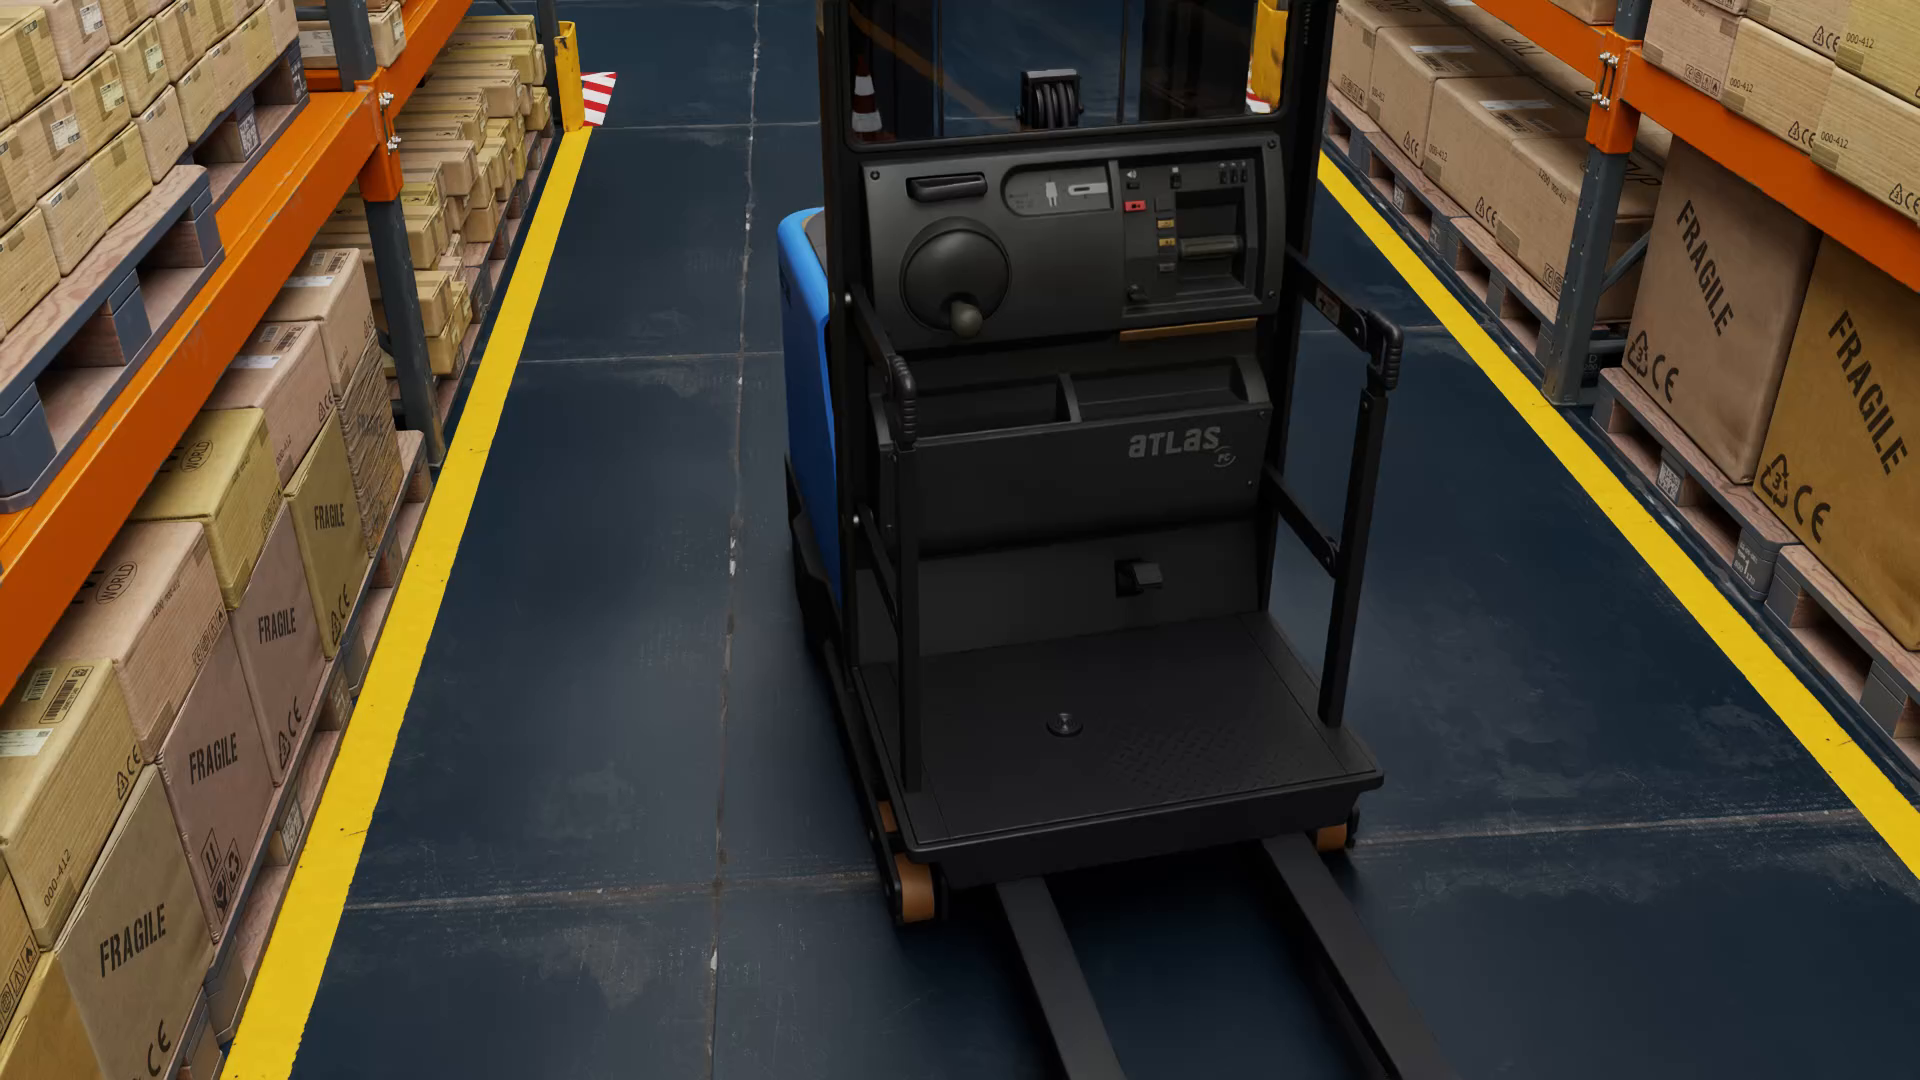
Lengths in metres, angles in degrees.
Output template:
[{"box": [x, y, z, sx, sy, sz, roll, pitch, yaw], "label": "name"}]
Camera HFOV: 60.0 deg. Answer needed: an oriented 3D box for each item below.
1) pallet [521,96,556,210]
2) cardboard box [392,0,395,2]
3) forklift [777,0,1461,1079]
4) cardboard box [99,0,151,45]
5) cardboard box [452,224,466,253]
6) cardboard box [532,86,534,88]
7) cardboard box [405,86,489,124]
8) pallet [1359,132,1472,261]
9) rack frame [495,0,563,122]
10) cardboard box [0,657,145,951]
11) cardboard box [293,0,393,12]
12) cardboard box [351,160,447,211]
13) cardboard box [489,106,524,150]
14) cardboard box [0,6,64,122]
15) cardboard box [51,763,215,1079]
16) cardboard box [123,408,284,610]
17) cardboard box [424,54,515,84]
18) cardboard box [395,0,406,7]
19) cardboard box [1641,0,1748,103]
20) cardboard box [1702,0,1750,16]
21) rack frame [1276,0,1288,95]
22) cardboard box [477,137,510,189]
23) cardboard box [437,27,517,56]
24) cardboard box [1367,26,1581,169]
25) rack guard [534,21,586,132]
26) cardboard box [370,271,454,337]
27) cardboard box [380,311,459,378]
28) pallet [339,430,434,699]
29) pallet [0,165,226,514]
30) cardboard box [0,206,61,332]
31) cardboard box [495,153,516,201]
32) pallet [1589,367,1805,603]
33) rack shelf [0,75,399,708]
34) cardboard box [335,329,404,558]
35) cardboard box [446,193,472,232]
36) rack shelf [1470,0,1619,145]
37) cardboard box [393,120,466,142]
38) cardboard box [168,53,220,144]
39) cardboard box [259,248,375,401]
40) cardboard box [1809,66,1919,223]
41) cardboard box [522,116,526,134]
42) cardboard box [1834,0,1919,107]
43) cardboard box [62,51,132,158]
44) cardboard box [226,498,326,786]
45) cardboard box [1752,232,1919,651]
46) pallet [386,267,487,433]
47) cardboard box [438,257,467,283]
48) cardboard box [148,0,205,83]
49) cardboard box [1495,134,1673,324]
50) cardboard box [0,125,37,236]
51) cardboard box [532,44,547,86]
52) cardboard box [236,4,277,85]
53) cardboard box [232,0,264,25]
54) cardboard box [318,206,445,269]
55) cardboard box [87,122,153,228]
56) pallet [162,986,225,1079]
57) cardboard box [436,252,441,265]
[{"box": [-2.594, -1.923, 8.264, 1.003, 0.211, 1.213, -3, 31, -5], "label": "pallet"}, {"box": [-2.067, -1.714, 5.439, 0.380, 0.149, 0.250, -2, 31, -3], "label": "cardboard box"}, {"box": [0.310, -0.603, 3.402, 1.130, 2.935, 3.031, -7, 32, -12], "label": "forklift"}, {"box": [-1.944, -1.137, 3.483, 0.380, 0.149, 0.250, -4, 31, -6], "label": "cardboard box"}, {"box": [-2.215, -1.214, 6.728, 0.380, 0.149, 0.250, -4, 31, -7], "label": "cardboard box"}, {"box": [-2.385, -2.273, 8.501, 0.380, 0.149, 0.250, -2, 31, -4], "label": "cardboard box"}, {"box": [-2.267, -1.862, 7.233, 0.380, 0.149, 0.250, -4, 31, -6], "label": "cardboard box"}, {"box": [2.541, -1.641, 7.792, 1.003, 0.211, 1.213, -3, 31, -5], "label": "pallet"}, {"box": [-2.642, -3.575, 8.311, 1.000, 3.000, 0.127, -3, 31, -5], "label": "rack frame"}, {"box": [-1.765, 0.457, 2.856, 0.500, 0.250, 0.500, -3, 31, -5], "label": "cardboard box"}, {"box": [-2.063, -1.969, 5.233, 0.500, 0.500, 0.500, -3, 31, -5], "label": "cardboard box"}, {"box": [-2.180, -1.333, 6.347, 0.380, 0.149, 0.250, -4, 31, -6], "label": "cardboard box"}, {"box": [-2.197, -1.875, 7.544, 0.380, 0.149, 0.250, -2, 31, -4], "label": "cardboard box"}, {"box": [-1.888, -0.863, 3.024, 0.380, 0.149, 0.250, -3, 31, -5], "label": "cardboard box"}, {"box": [-1.757, 0.772, 3.061, 0.500, 0.500, 0.500, -2, 31, -4], "label": "cardboard box"}, {"box": [-1.848, -0.062, 3.725, 0.500, 0.250, 0.500, -4, 31, -7], "label": "cardboard box"}, {"box": [-2.262, -2.137, 7.692, 0.380, 0.149, 0.250, -4, 31, -7], "label": "cardboard box"}, {"box": [-2.163, -1.987, 5.896, 0.380, 0.149, 0.250, -4, 31, -7], "label": "cardboard box"}, {"box": [2.429, -1.520, 5.016, 0.500, 0.250, 0.500, -3, 31, -6], "label": "cardboard box"}, {"box": [2.411, -1.734, 4.887, 0.500, 0.250, 0.500, -4, 31, -6], "label": "cardboard box"}, {"box": [2.277, -3.864, 8.794, 1.000, 3.000, 0.127, -3, 31, -5], "label": "rack frame"}, {"box": [-2.138, -1.604, 7.090, 0.380, 0.149, 0.250, -2, 31, -4], "label": "cardboard box"}, {"box": [-2.374, -2.398, 8.130, 0.380, 0.149, 0.250, -2, 31, -4], "label": "cardboard box"}, {"box": [2.532, -2.146, 8.006, 0.875, 0.438, 0.875, -2, 31, -3], "label": "cardboard box"}, {"box": [-2.635, -2.464, 8.887, 1.175, 0.500, 0.348, -3, 31, -5], "label": "rack guard"}, {"box": [-1.983, -0.818, 5.774, 0.380, 0.149, 0.250, -1, 31, -2], "label": "cardboard box"}, {"box": [-1.982, -0.691, 5.852, 0.380, 0.149, 0.250, -4, 31, -7], "label": "cardboard box"}, {"box": [-2.194, 0.061, 4.941, 1.003, 0.211, 1.213, -3, 31, -5], "label": "pallet"}, {"box": [-2.120, -0.417, 3.211, 1.003, 0.211, 1.213, -3, 31, -5], "label": "pallet"}, {"box": [-1.861, -0.478, 2.961, 0.380, 0.149, 0.250, -2, 31, -4], "label": "cardboard box"}, {"box": [-2.193, -1.614, 7.398, 0.380, 0.149, 0.250, -2, 31, -4], "label": "cardboard box"}, {"box": [2.798, -0.235, 5.437, 1.003, 0.211, 1.213, -3, 31, -5], "label": "pallet"}, {"box": [-2.081, -0.203, 3.367, 1.077, 0.370, 4.000, -3, 31, -5], "label": "rack shelf"}, {"box": [-1.948, -0.275, 4.813, 0.500, 0.500, 0.500, -3, 31, -6], "label": "cardboard box"}, {"box": [-2.179, -1.345, 6.657, 0.380, 0.149, 0.250, -1, 31, -2], "label": "cardboard box"}, {"box": [2.464, -2.534, 7.269, 1.077, 0.370, 4.000, -3, 31, -5], "label": "rack shelf"}, {"box": [-2.230, -1.602, 6.798, 0.380, 0.149, 0.250, -4, 31, -7], "label": "cardboard box"}, {"box": [-1.964, -1.024, 3.875, 0.380, 0.149, 0.250, -4, 31, -7], "label": "cardboard box"}, {"box": [-1.947, -0.594, 4.616, 0.500, 0.250, 0.500, -4, 31, -6], "label": "cardboard box"}, {"box": [2.511, -0.994, 4.135, 0.500, 0.250, 0.500, -3, 31, -5], "label": "cardboard box"}, {"box": [-2.321, -2.008, 8.057, 0.380, 0.149, 0.250, -3, 31, -5], "label": "cardboard box"}, {"box": [2.509, -1.210, 4.010, 0.500, 0.250, 0.500, -2, 31, -4], "label": "cardboard box"}, {"box": [-1.907, -0.867, 3.321, 0.380, 0.149, 0.250, -3, 31, -4], "label": "cardboard box"}, {"box": [-1.857, 0.249, 3.935, 0.500, 0.500, 0.500, -3, 31, -6], "label": "cardboard box"}, {"box": [2.881, -0.317, 4.517, 0.875, 0.875, 0.875, -2, 31, -3], "label": "cardboard box"}, {"box": [-2.366, -0.677, 6.178, 1.003, 0.211, 1.213, -3, 31, -5], "label": "pallet"}, {"box": [-2.082, -0.951, 6.288, 0.380, 0.149, 0.250, -3, 31, -5], "label": "cardboard box"}, {"box": [-1.958, -1.139, 3.777, 0.380, 0.149, 0.250, -4, 31, -6], "label": "cardboard box"}, {"box": [2.699, -1.228, 6.470, 0.875, 0.438, 0.875, -3, 31, -5], "label": "cardboard box"}, {"box": [-1.861, -0.605, 2.883, 0.380, 0.149, 0.250, -3, 31, -5], "label": "cardboard box"}, {"box": [-2.308, -2.404, 8.430, 0.380, 0.149, 0.250, -4, 31, -6], "label": "cardboard box"}, {"box": [-2.009, -1.280, 4.303, 0.380, 0.149, 0.250, -3, 31, -4], "label": "cardboard box"}, {"box": [-2.008, -1.405, 4.223, 0.380, 0.149, 0.250, -3, 31, -4], "label": "cardboard box"}, {"box": [-2.061, -1.074, 5.914, 0.380, 0.149, 0.250, -1, 31, -2], "label": "cardboard box"}, {"box": [-1.909, -0.747, 3.412, 0.380, 0.149, 0.250, -1, 31, -2], "label": "cardboard box"}, {"box": [-1.966, 1.307, 2.856, 1.003, 0.211, 1.213, -3, 31, -5], "label": "pallet"}, {"box": [-2.155, -1.065, 6.189, 0.380, 0.149, 0.250, -3, 31, -5], "label": "cardboard box"}]
